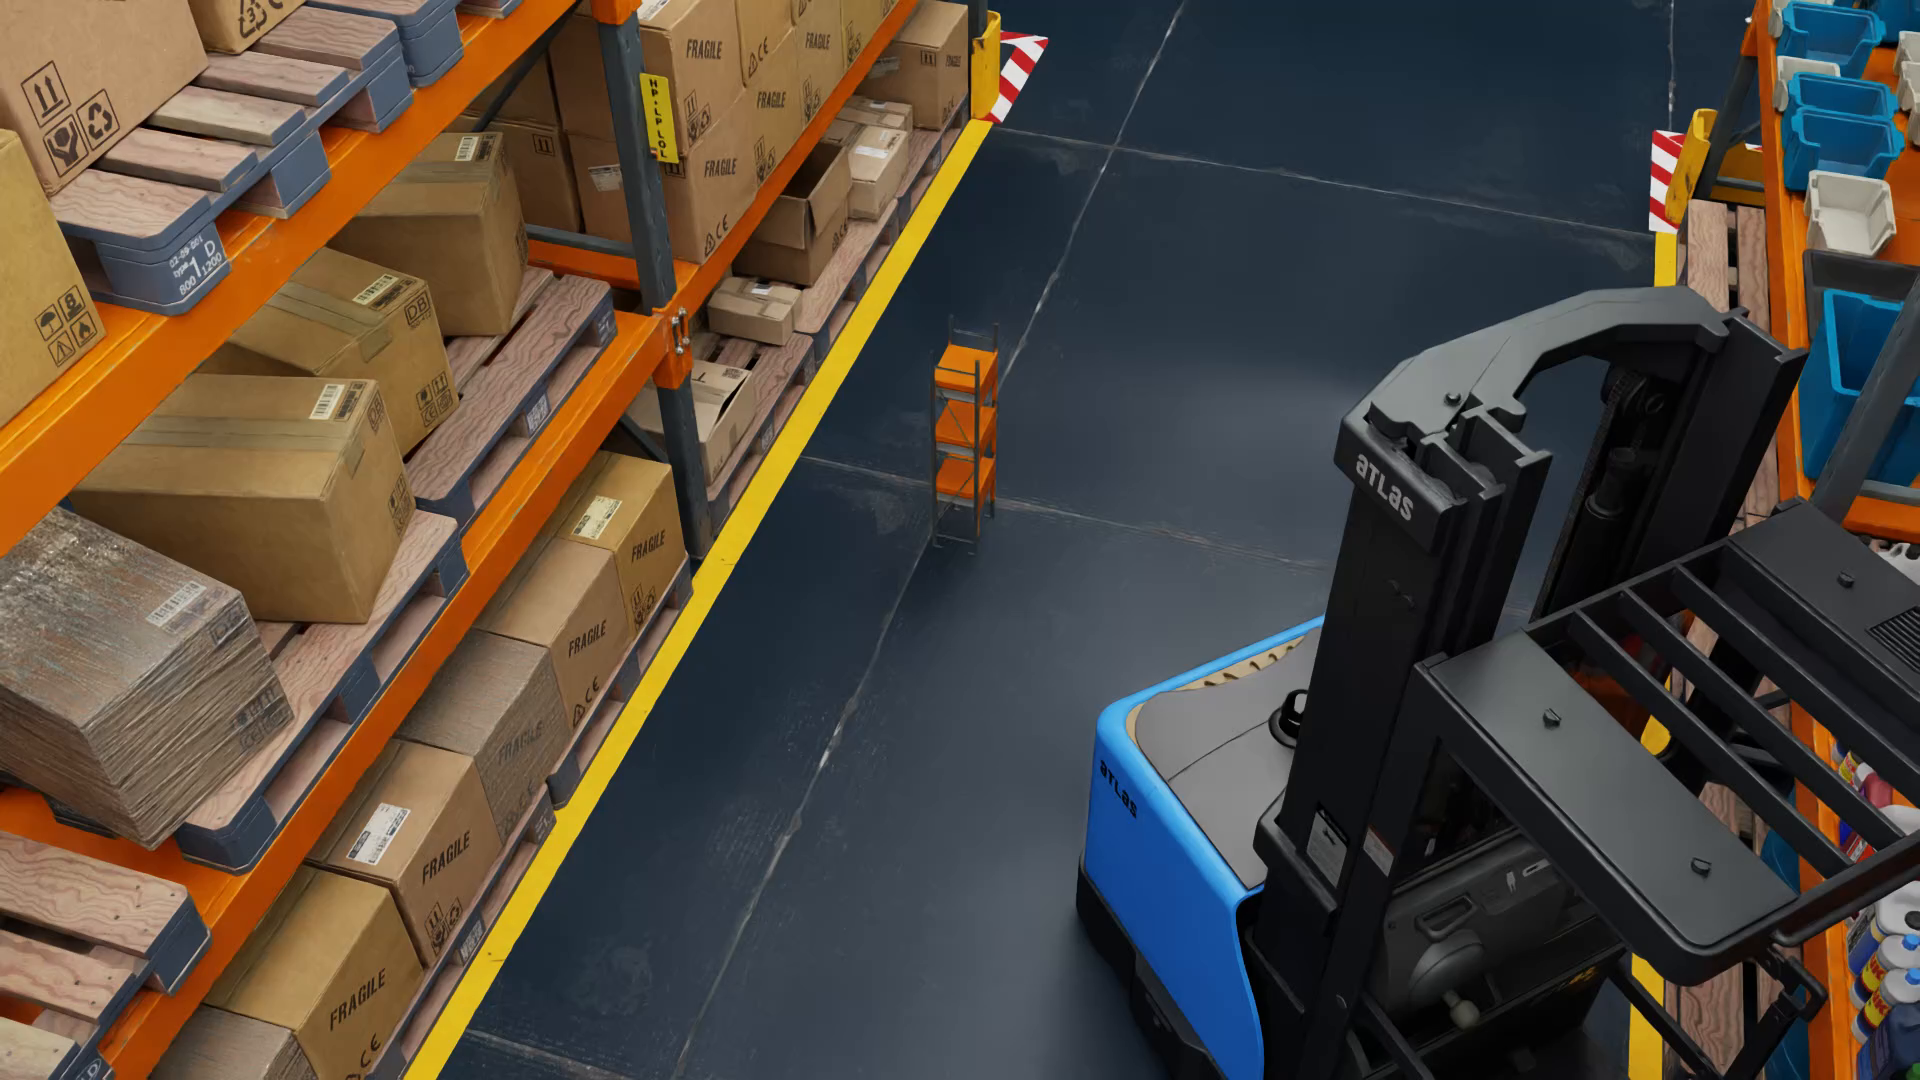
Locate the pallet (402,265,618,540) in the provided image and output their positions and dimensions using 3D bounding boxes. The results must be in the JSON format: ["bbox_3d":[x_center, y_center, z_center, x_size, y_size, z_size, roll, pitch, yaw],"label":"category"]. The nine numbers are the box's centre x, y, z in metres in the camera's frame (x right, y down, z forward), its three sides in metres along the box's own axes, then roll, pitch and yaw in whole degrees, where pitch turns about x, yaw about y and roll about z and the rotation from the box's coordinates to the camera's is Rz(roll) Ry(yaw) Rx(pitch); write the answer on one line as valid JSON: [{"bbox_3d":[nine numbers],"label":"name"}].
[{"bbox_3d":[-1.895,-0.549,5.702,1.003,0.211,1.213,13,46,13],"label":"pallet"}]

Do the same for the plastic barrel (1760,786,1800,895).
[{"bbox_3d":[2.990,0.884,5.301,0.600,0.901,0.708,13,46,13],"label":"plastic barrel"}]

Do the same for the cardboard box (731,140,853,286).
[{"bbox_3d":[-0.985,-1.645,8.156,0.797,0.503,0.637,13,46,13],"label":"cardboard box"}]

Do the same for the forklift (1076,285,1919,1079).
[{"bbox_3d":[1.531,0.997,4.035,1.130,2.935,3.031,-20,48,-19],"label":"forklift"}]

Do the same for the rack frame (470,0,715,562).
[{"bbox_3d":[-1.549,-1.127,6.156,1.000,3.000,0.127,13,46,13],"label":"rack frame"}]

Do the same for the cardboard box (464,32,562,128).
[{"bbox_3d":[-1.642,-1.912,6.172,0.500,0.500,0.500,13,46,13],"label":"cardboard box"}]

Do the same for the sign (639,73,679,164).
[{"bbox_3d":[-1.019,-1.425,5.633,0.100,0.325,0.005,13,46,13],"label":"sign"}]

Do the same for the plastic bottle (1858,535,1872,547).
[{"bbox_3d":[2.653,0.121,4.964,0.061,0.283,0.133,13,46,13],"label":"plastic bottle"}]

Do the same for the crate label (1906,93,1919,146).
[{"bbox_3d":[4.145,-1.706,6.893,0.396,0.136,0.243,13,46,13],"label":"crate label"}]

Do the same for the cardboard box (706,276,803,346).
[{"bbox_3d":[-0.963,-1.084,7.823,0.380,0.166,0.250,13,46,13],"label":"cardboard box"}]

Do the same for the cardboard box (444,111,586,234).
[{"bbox_3d":[-1.642,-1.550,6.517,0.500,0.500,0.500,13,46,13],"label":"cardboard box"}]

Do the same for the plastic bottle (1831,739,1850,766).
[{"bbox_3d":[2.496,0.514,4.571,0.097,0.271,0.097,0,44,0],"label":"plastic bottle"}]

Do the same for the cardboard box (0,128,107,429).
[{"bbox_3d":[-2.348,-0.553,3.353,0.910,0.500,0.500,13,46,13],"label":"cardboard box"}]

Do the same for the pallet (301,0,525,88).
[{"bbox_3d":[-1.813,-1.712,4.743,1.213,0.211,1.003,13,46,13],"label":"pallet"}]

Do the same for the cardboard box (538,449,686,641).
[{"bbox_3d":[-1.425,-0.001,6.478,0.500,0.500,0.500,12,46,12],"label":"cardboard box"}]

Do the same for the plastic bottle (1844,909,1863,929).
[{"bbox_3d":[2.326,0.912,4.214,0.097,0.201,0.097,0,44,0],"label":"plastic bottle"}]

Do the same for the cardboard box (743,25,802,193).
[{"bbox_3d":[-0.983,-1.786,6.758,0.500,0.500,0.500,13,46,13],"label":"cardboard box"}]

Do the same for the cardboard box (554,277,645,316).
[{"bbox_3d":[-1.646,-0.830,7.326,0.500,0.500,0.500,13,46,13],"label":"cardboard box"}]

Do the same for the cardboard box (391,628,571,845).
[{"bbox_3d":[-1.735,0.661,5.802,0.500,0.500,0.500,13,46,13],"label":"cardboard box"}]

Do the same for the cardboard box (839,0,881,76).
[{"bbox_3d":[-0.676,-2.459,7.445,0.500,0.500,0.500,12,46,12],"label":"cardboard box"}]

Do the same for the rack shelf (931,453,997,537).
[{"bbox_3d":[0.016,-0.205,7.020,0.215,0.259,0.240,13,46,12],"label":"rack shelf"}]

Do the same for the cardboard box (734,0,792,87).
[{"bbox_3d":[-0.982,-2.118,6.383,0.500,0.500,0.500,11,45,11],"label":"cardboard box"}]

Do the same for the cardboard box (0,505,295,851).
[{"bbox_3d":[-2.218,0.341,4.284,0.700,0.500,0.500,21,48,20],"label":"cardboard box"}]

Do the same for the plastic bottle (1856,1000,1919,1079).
[{"bbox_3d":[2.206,1.178,3.836,0.144,0.351,0.185,13,46,13],"label":"plastic bottle"}]

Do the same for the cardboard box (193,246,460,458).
[{"bbox_3d":[-2.053,-0.572,5.217,0.700,0.500,0.500,19,48,19],"label":"cardboard box"}]

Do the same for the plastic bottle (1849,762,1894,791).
[{"bbox_3d":[2.437,0.669,4.463,0.097,0.201,0.097,0,44,0],"label":"plastic bottle"}]

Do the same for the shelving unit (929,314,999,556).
[{"bbox_3d":[0.016,-0.411,6.818,0.215,1.050,0.252,13,46,12],"label":"shelving unit"}]

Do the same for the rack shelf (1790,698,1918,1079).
[{"bbox_3d":[2.565,1.515,3.970,1.077,0.370,4.000,13,46,13],"label":"rack shelf"}]

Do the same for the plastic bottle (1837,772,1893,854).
[{"bbox_3d":[2.384,0.713,4.359,0.061,0.283,0.133,13,46,13],"label":"plastic bottle"}]

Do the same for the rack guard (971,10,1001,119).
[{"bbox_3d":[-0.360,-2.849,9.703,1.175,0.500,0.348,13,46,13],"label":"rack guard"}]

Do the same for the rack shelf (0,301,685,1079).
[{"bbox_3d":[-2.154,0.464,5.045,1.077,0.370,4.000,13,46,13],"label":"rack shelf"}]

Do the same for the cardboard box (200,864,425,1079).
[{"bbox_3d":[-2.040,1.349,5.098,0.500,0.500,0.500,12,46,12],"label":"cardboard box"}]

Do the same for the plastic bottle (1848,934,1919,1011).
[{"bbox_3d":[2.256,1.042,4.031,0.097,0.271,0.097,0,44,0],"label":"plastic bottle"}]

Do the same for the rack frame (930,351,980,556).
[{"bbox_3d":[-0.021,-0.330,6.735,0.200,1.050,0.008,13,46,12],"label":"rack frame"}]

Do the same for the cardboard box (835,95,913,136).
[{"bbox_3d":[-0.476,-2.272,9.037,0.380,0.166,0.250,13,46,13],"label":"cardboard box"}]

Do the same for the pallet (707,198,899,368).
[{"bbox_3d":[-0.972,-1.403,8.432,1.003,0.211,1.213,13,46,13],"label":"pallet"}]

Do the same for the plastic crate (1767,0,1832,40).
[{"bbox_3d":[3.818,-2.377,7.579,0.250,0.136,0.298,13,46,13],"label":"plastic crate"}]

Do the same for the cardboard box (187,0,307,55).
[{"bbox_3d":[-1.952,-1.650,4.102,0.600,0.600,0.600,12,46,12],"label":"cardboard box"}]

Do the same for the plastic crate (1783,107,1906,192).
[{"bbox_3d":[3.504,-1.530,6.645,0.416,0.233,0.300,13,46,13],"label":"plastic crate"}]

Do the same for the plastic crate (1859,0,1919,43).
[{"bbox_3d":[4.459,-2.513,7.504,0.616,0.435,0.499,13,46,13],"label":"plastic crate"}]

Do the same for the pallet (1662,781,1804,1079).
[{"bbox_3d":[2.898,1.427,5.540,1.003,0.211,1.213,13,46,13],"label":"pallet"}]

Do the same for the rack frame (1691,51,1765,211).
[{"bbox_3d":[4.382,-2.741,7.806,1.000,3.000,0.127,13,46,13],"label":"rack frame"}]

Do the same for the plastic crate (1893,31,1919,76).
[{"bbox_3d":[4.308,-2.087,7.282,0.396,0.136,0.243,13,46,13],"label":"plastic crate"}]

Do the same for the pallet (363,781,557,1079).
[{"bbox_3d":[-2.127,1.236,5.735,1.003,0.211,1.213,13,46,13],"label":"pallet"}]

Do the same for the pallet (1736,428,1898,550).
[{"bbox_3d":[3.724,-0.393,7.399,1.003,0.211,1.213,13,46,13],"label":"pallet"}]

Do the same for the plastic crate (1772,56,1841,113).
[{"bbox_3d":[3.612,-1.925,7.117,0.250,0.136,0.298,13,46,13],"label":"plastic crate"}]

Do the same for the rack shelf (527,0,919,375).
[{"bbox_3d":[-0.943,-2.203,7.770,1.077,0.370,4.000,13,46,13],"label":"rack shelf"}]

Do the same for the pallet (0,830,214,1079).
[{"bbox_3d":[-2.622,1.141,3.975,1.213,0.211,1.003,13,46,13],"label":"pallet"}]

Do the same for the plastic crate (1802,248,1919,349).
[{"bbox_3d":[3.254,-0.801,5.977,0.437,0.125,0.590,13,46,13],"label":"plastic crate"}]
